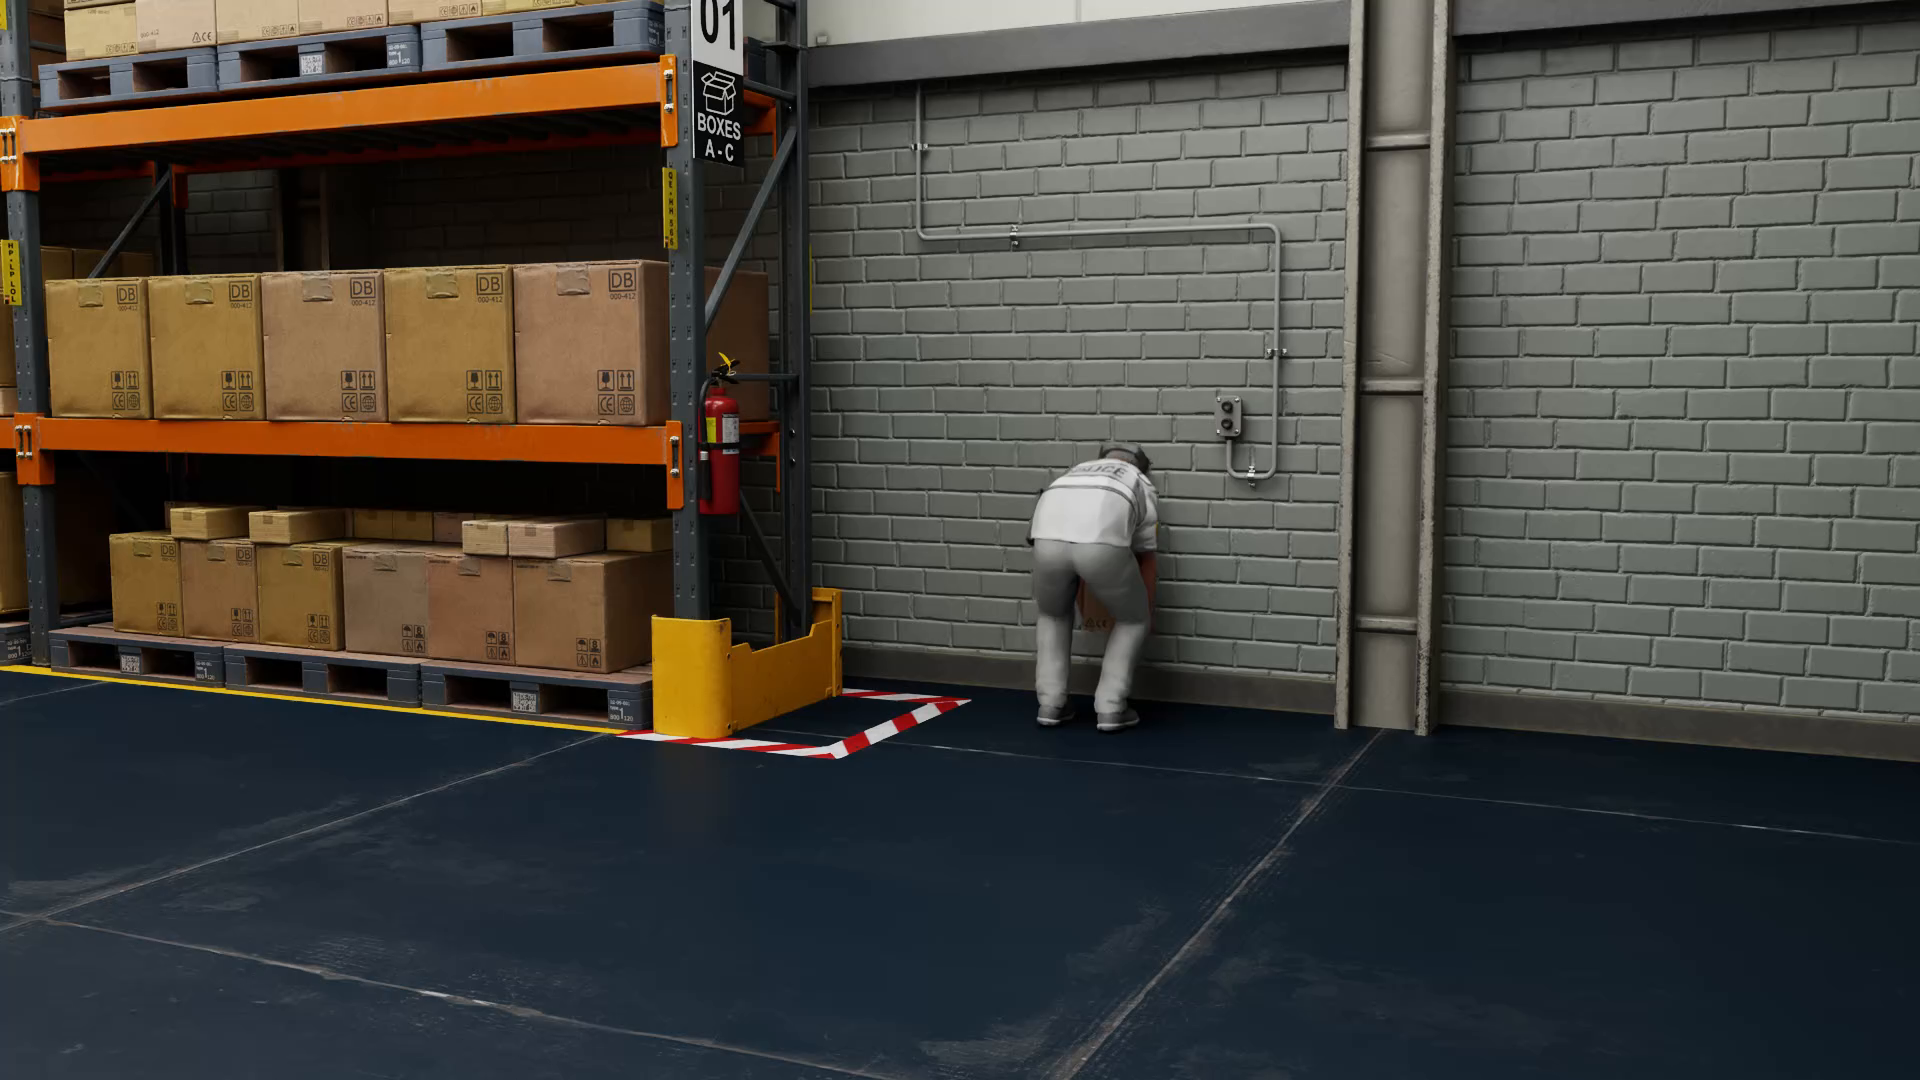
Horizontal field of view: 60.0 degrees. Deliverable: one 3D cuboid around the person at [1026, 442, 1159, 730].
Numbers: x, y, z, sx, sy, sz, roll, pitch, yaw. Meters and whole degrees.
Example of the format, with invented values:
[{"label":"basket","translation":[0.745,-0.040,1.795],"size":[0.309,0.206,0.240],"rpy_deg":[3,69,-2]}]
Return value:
[{"label":"person","translation":[0.629,0.185,7.395],"size":[0.518,1.214,1.022],"rpy_deg":[2,6,21]}]
